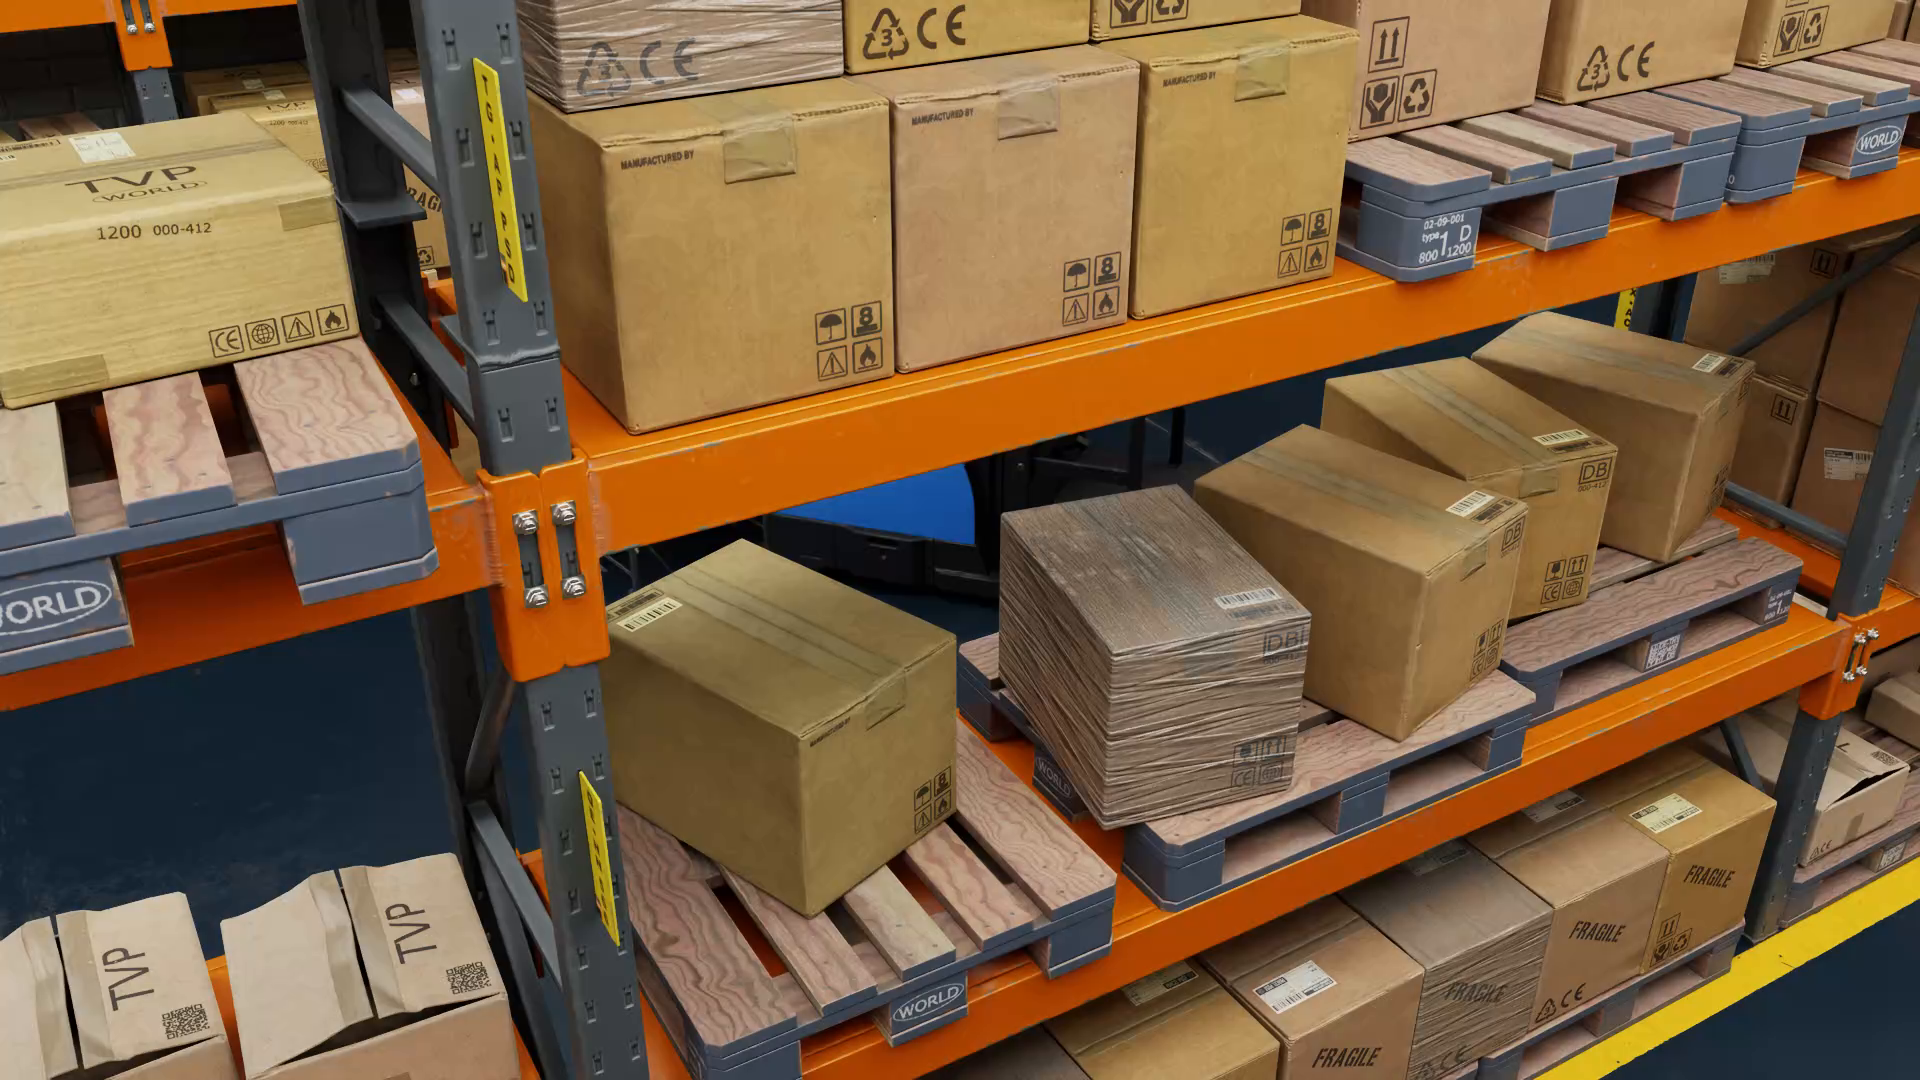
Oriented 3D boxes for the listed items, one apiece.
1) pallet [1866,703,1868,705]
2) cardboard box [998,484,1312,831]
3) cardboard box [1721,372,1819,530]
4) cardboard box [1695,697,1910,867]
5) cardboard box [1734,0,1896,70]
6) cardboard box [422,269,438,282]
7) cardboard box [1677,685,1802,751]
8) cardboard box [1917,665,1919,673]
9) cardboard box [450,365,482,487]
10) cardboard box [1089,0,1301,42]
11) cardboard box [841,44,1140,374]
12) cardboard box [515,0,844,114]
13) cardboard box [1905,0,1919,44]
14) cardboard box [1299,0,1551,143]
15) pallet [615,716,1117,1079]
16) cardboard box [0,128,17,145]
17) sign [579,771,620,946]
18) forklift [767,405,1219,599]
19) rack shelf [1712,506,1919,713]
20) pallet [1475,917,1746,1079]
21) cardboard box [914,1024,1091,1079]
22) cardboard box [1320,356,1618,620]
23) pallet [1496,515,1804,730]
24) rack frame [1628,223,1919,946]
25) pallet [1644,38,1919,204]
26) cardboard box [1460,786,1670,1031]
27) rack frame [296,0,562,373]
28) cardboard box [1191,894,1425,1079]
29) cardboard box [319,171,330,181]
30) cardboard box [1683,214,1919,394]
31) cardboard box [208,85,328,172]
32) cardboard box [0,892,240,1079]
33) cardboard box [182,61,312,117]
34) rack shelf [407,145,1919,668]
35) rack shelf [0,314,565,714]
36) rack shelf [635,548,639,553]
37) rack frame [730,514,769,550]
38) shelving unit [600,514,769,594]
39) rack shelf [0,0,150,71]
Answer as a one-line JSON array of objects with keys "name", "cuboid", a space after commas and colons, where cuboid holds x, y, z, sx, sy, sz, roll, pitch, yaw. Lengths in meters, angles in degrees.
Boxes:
[{"name": "pallet", "cuboid": [4.176, 0.613, 6.920, 1.213, 0.211, 1.003, -16, 33, -26]}, {"name": "cardboard box", "cuboid": [0.453, 0.267, 4.124, 0.500, 0.500, 0.700, -10, 30, -17]}, {"name": "cardboard box", "cuboid": [2.831, -0.412, 5.789, 0.500, 0.500, 0.500, -15, 32, -26]}, {"name": "cardboard box", "cuboid": [3.002, 0.833, 5.964, 0.500, 0.311, 0.500, -16, 33, -26]}, {"name": "cardboard box", "cuboid": [2.059, -1.631, 4.356, 0.600, 0.600, 0.600, -19, 34, -31]}, {"name": "cardboard box", "cuboid": [-2.536, -1.194, 7.548, 0.250, 0.149, 0.380, -15, 32, -25]}, {"name": "cardboard box", "cuboid": [2.878, 0.505, 6.362, 0.500, 0.500, 0.500, -16, 33, -26]}, {"name": "cardboard box", "cuboid": [4.148, 0.299, 6.732, 0.637, 0.503, 0.797, -16, 33, -26]}, {"name": "cardboard box", "cuboid": [-2.731, -0.591, 8.006, 0.750, 0.750, 0.750, -16, 33, -27]}, {"name": "cardboard box", "cuboid": [0.341, -1.309, 3.274, 0.500, 0.500, 0.500, -16, 33, -26]}, {"name": "cardboard box", "cuboid": [-0.119, -0.763, 3.320, 0.500, 0.500, 0.910, -16, 33, -26]}, {"name": "cardboard box", "cuboid": [-0.539, -1.059, 2.822, 0.500, 0.500, 0.500, -16, 33, -26]}, {"name": "cardboard box", "cuboid": [3.075, -1.403, 4.738, 0.500, 0.250, 0.500, -16, 33, -26]}, {"name": "cardboard box", "cuboid": [0.910, -1.304, 3.762, 0.600, 0.600, 0.600, -17, 33, -28]}, {"name": "pallet", "cuboid": [-0.369, 0.729, 4.024, 1.003, 0.211, 1.213, -16, 33, -26]}, {"name": "cardboard box", "cuboid": [-3.983, -1.561, 6.745, 0.250, 0.149, 0.380, -22, 36, -34]}, {"name": "sign", "cuboid": [-0.634, 0.563, 2.926, 0.005, 0.325, 0.100, -16, 33, -26]}, {"name": "forklift", "cuboid": [0.656, -1.155, 7.309, 3.031, 2.935, 1.130, 9, 30, 16]}, {"name": "rack shelf", "cuboid": [4.255, -0.314, 6.459, 4.000, 0.370, 1.077, -16, 33, -26]}, {"name": "pallet", "cuboid": [1.848, 1.297, 5.682, 1.213, 0.211, 1.003, -16, 33, -26]}, {"name": "cardboard box", "cuboid": [0.068, 1.619, 4.344, 0.500, 0.500, 0.500, -17, 33, -28]}, {"name": "cardboard box", "cuboid": [1.448, -0.149, 4.878, 0.500, 0.500, 0.700, -11, 31, -19]}, {"name": "pallet", "cuboid": [1.786, 0.095, 5.172, 1.213, 0.211, 1.003, -16, 33, -26]}, {"name": "rack frame", "cuboid": [2.531, -0.139, 5.398, 0.127, 3.000, 1.000, -16, 33, -26]}, {"name": "pallet", "cuboid": [1.933, -1.240, 4.482, 1.003, 0.211, 1.213, -16, 33, -26]}, {"name": "cardboard box", "cuboid": [1.820, 1.120, 5.247, 0.500, 0.500, 0.500, -16, 33, -26]}, {"name": "rack frame", "cuboid": [-0.918, -1.787, 2.174, 0.127, 3.000, 1.000, -16, 33, -26]}, {"name": "cardboard box", "cuboid": [0.950, 1.368, 4.798, 0.500, 0.500, 0.500, -17, 33, -28]}, {"name": "cardboard box", "cuboid": [-2.883, -1.418, 7.283, 0.500, 0.500, 0.500, -15, 32, -25]}, {"name": "cardboard box", "cuboid": [2.835, -0.852, 5.552, 0.500, 0.500, 0.500, -16, 33, -26]}, {"name": "cardboard box", "cuboid": [-2.884, -1.745, 7.099, 0.500, 0.250, 0.500, -15, 32, -25]}, {"name": "cardboard box", "cuboid": [-1.787, 1.017, 3.395, 0.500, 0.311, 0.500, -16, 33, -27]}, {"name": "cardboard box", "cuboid": [-3.171, -1.953, 7.476, 0.500, 0.250, 0.500, -15, 32, -25]}, {"name": "rack shelf", "cuboid": [0.806, -0.648, 3.960, 4.000, 0.370, 1.077, -16, 33, -26]}, {"name": "rack shelf", "cuboid": [-2.643, 0.331, 2.186, 4.000, 0.370, 1.077, -16, 33, -26]}, {"name": "rack shelf", "cuboid": [-1.342, -0.287, 7.891, 0.720, 0.370, 0.431, -22, 36, -34]}, {"name": "rack frame", "cuboid": [-1.062, -0.686, 7.940, 0.023, 1.500, 0.400, -22, 36, -34]}, {"name": "shelving unit", "cuboid": [-1.343, -0.572, 7.734, 0.755, 1.500, 0.431, -22, 36, -34]}, {"name": "rack shelf", "cuboid": [-5.155, -1.732, 5.923, 4.000, 0.370, 1.077, -16, 33, -26]}]
